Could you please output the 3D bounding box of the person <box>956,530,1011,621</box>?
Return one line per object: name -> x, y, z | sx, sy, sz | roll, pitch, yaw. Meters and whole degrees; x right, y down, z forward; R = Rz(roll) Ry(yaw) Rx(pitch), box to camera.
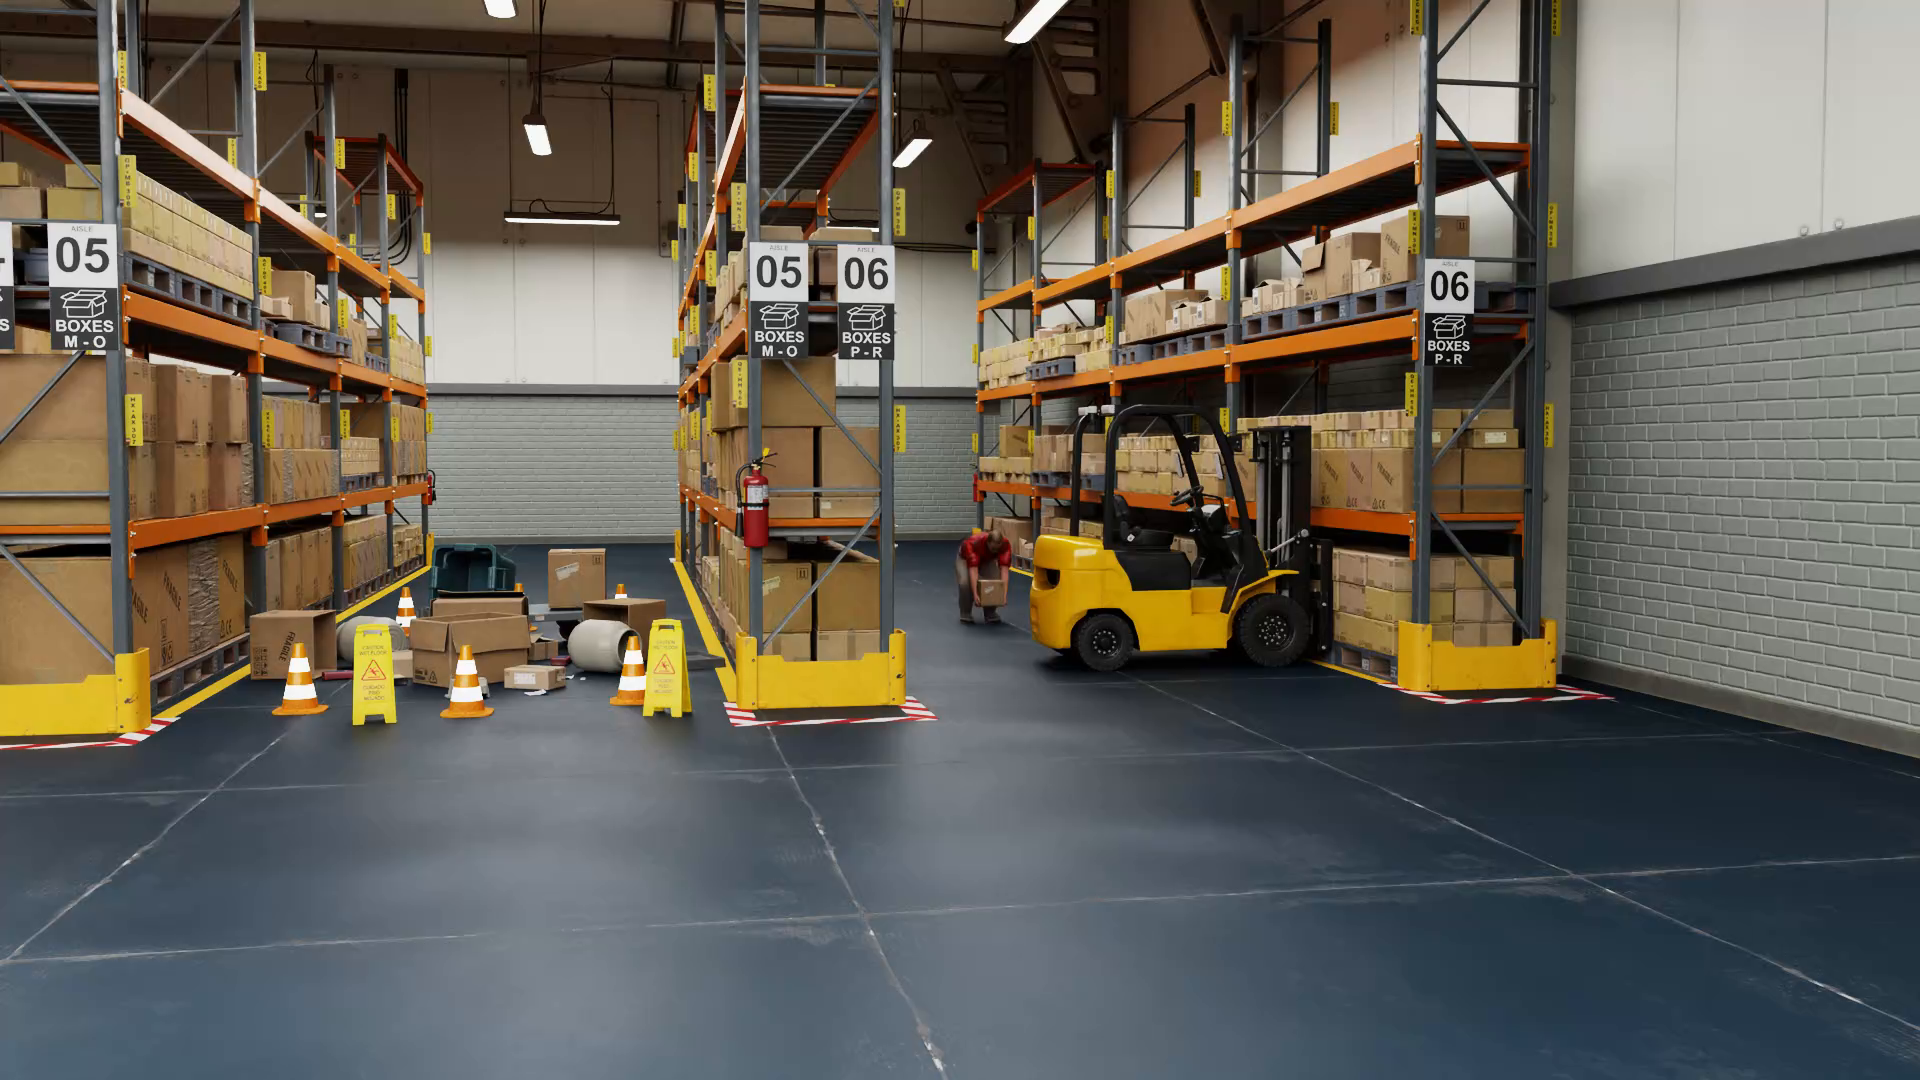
person -> 0.240, 0.369, 17.426 | 0.528, 0.979, 0.924 | -1, 3, -14
